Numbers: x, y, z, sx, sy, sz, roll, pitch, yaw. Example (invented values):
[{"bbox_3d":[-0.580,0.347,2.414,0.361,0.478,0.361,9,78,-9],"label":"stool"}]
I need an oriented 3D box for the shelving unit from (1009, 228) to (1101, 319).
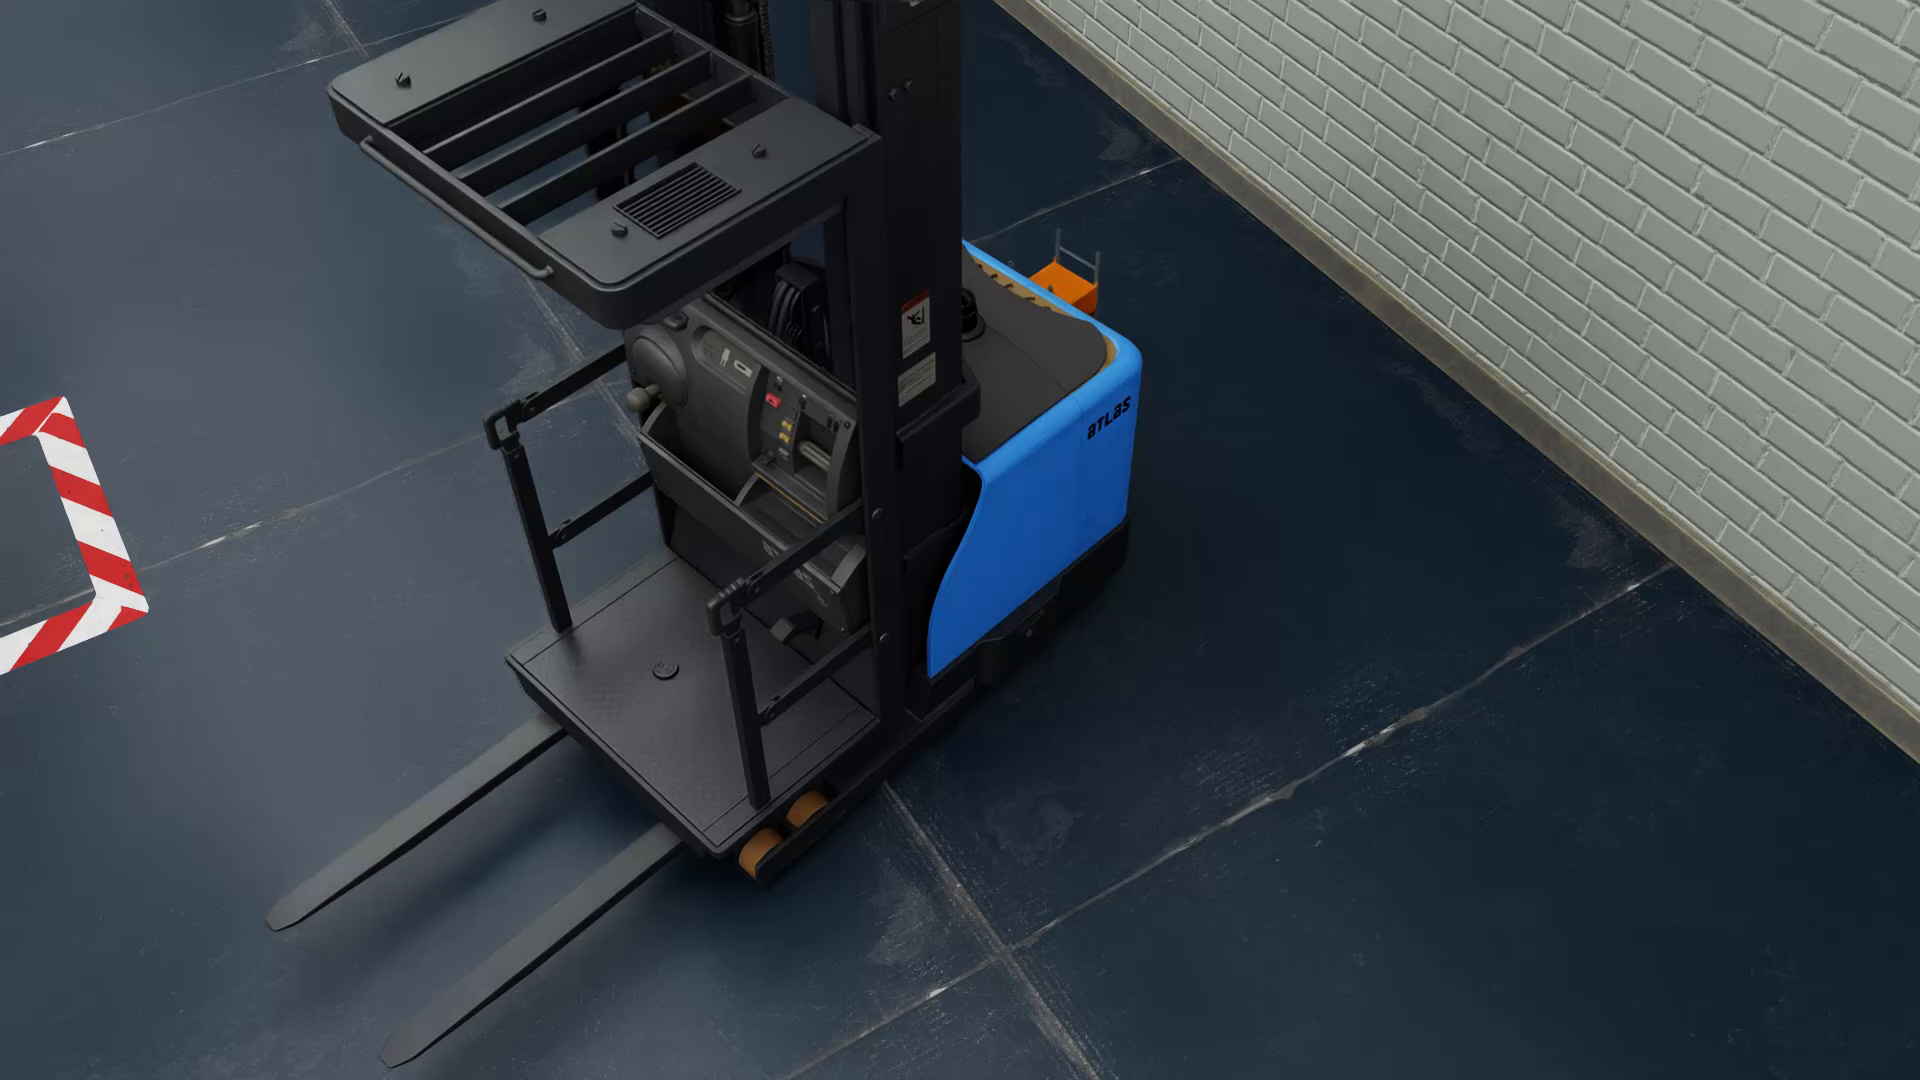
[{"bbox_3d":[0.326,-0.622,6.101,0.215,1.050,0.252,36,57,28],"label":"shelving unit"}]

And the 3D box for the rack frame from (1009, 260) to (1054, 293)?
[{"bbox_3d":[0.241,-0.557,6.043,0.200,1.050,0.008,36,57,28],"label":"rack frame"}]

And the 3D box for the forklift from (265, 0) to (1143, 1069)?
[{"bbox_3d":[-0.778,-0.337,4.587,1.130,2.935,3.031,36,57,28],"label":"forklift"}]

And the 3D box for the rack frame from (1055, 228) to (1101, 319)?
[{"bbox_3d":[0.411,-0.688,6.159,0.200,1.050,0.008,36,57,28],"label":"rack frame"}]

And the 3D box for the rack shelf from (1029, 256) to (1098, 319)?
[{"bbox_3d":[0.326,-0.804,5.897,0.215,0.259,0.240,36,57,28],"label":"rack shelf"}]
